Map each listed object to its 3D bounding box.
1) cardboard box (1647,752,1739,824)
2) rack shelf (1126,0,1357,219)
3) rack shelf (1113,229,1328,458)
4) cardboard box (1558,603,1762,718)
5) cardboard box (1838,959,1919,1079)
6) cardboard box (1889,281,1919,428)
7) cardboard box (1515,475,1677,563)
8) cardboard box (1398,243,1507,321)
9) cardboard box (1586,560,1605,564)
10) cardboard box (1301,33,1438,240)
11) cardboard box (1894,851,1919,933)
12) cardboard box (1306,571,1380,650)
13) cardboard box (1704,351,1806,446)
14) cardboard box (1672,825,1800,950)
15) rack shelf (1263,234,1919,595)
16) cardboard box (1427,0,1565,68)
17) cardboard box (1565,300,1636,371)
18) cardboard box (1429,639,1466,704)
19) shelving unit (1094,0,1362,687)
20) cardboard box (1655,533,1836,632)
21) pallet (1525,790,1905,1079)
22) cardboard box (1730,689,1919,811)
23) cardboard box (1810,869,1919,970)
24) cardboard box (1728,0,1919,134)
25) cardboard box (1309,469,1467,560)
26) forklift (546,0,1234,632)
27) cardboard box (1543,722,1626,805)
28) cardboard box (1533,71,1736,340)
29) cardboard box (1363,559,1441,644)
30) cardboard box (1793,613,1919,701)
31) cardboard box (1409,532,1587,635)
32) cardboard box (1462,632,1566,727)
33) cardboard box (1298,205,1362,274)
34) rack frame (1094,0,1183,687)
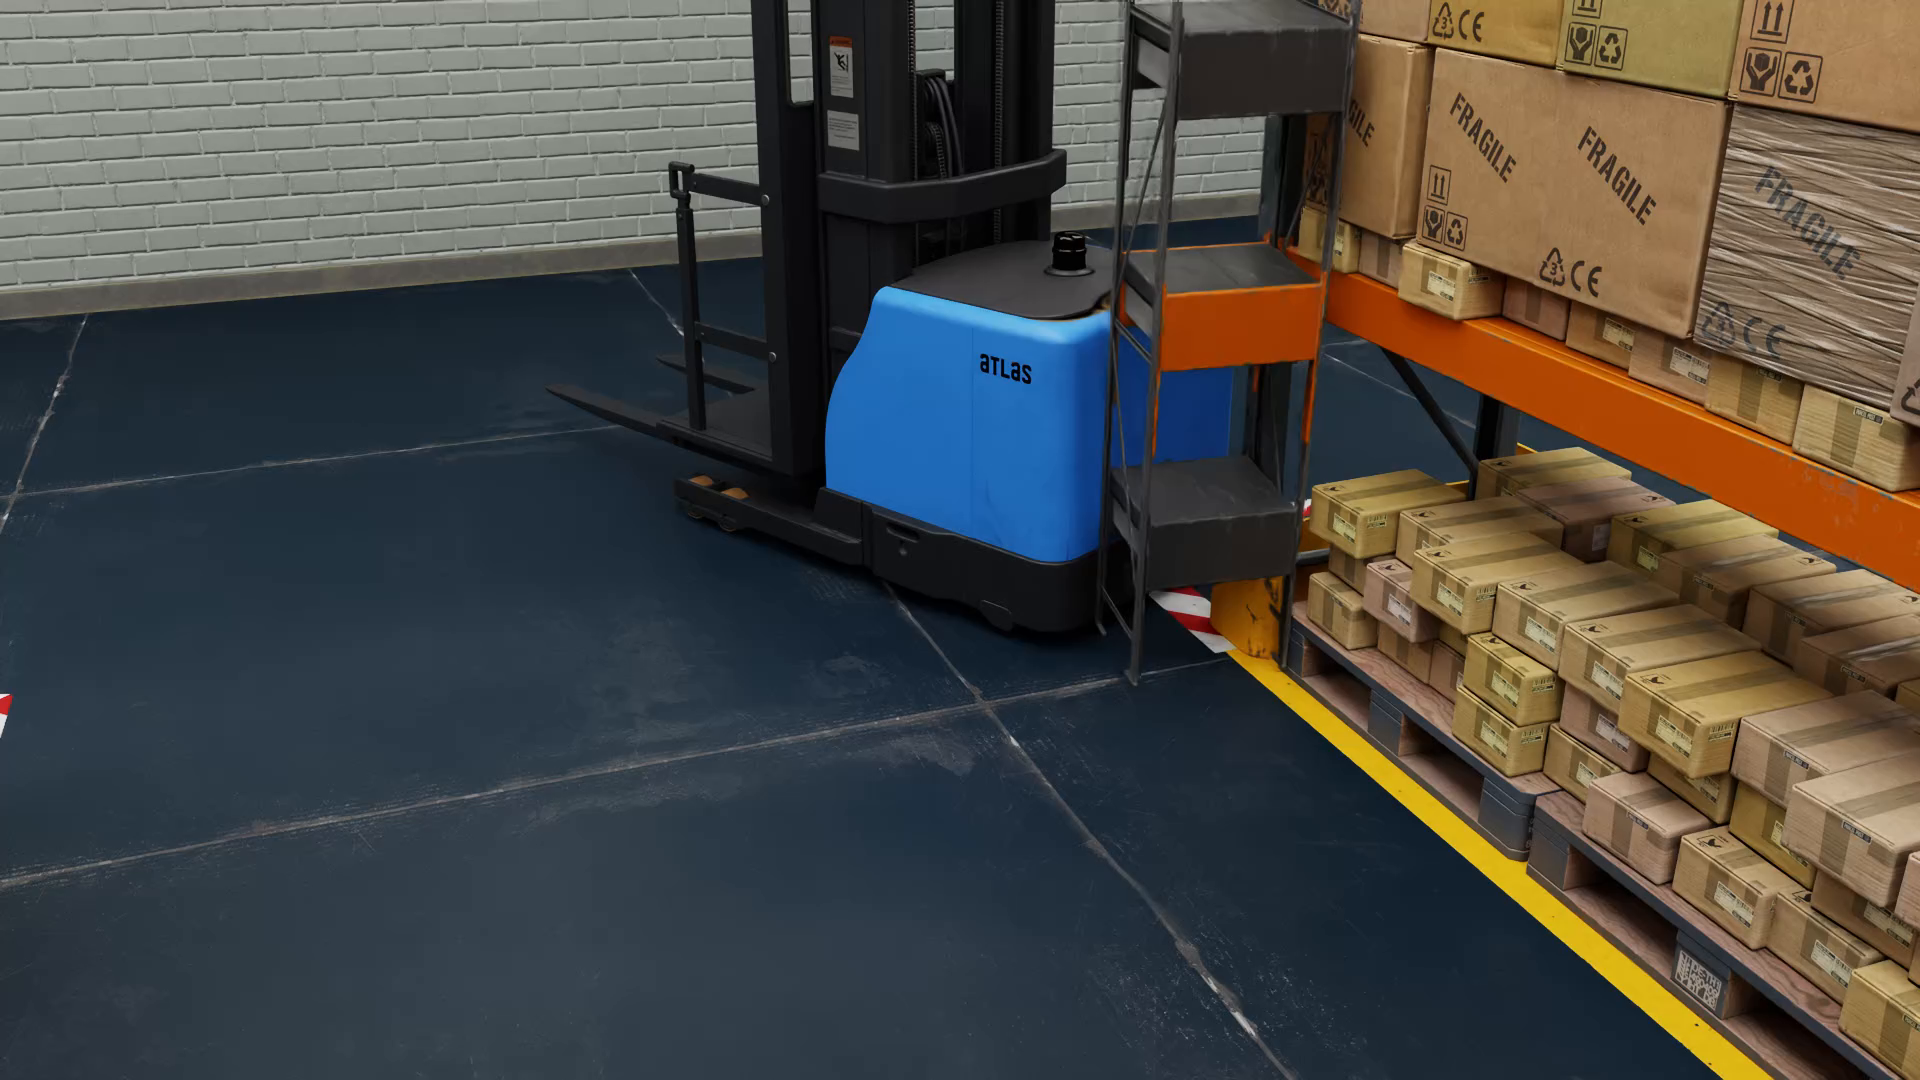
[{"bbox_3d":[1.866,0.514,3.915,0.380,0.149,0.250,-7,24,-16],"label":"cardboard box"},{"bbox_3d":[0.742,-1.200,4.527,0.480,0.518,0.431,-6,28,-12],"label":"rack shelf"},{"bbox_3d":[0.737,-0.580,4.853,0.480,0.518,0.431,-6,28,-12],"label":"rack shelf"},{"bbox_3d":[1.702,0.294,4.055,0.380,0.149,0.250,-7,24,-17],"label":"cardboard box"},{"bbox_3d":[1.991,0.939,3.290,0.380,0.149,0.250,-8,24,-19],"label":"cardboard box"},{"bbox_3d":[2.022,-0.399,2.823,0.500,0.500,0.500,-8,24,-19],"label":"cardboard box"},{"bbox_3d":[1.860,-0.060,4.894,0.380,0.149,0.250,-8,24,-18],"label":"cardboard box"},{"bbox_3d":[1.383,-0.692,4.354,0.380,0.149,0.250,-9,24,-20],"label":"cardboard box"},{"bbox_3d":[1.897,0.075,4.956,0.380,0.149,0.250,-9,24,-20],"label":"cardboard box"},{"bbox_3d":[1.302,-1.145,4.593,0.500,0.500,0.500,-7,24,-16],"label":"cardboard box"},{"bbox_3d":[2.022,0.676,3.149,0.380,0.149,0.250,-10,25,-22],"label":"cardboard box"},{"bbox_3d":[1.287,0.192,5.063,0.380,0.149,0.250,-8,24,-18],"label":"cardboard box"},{"bbox_3d":[1.808,-0.325,3.481,0.380,0.149,0.250,-7,24,-17],"label":"cardboard box"},{"bbox_3d":[1.846,0.752,3.734,0.380,0.149,0.250,-8,24,-19],"label":"cardboard box"},{"bbox_3d":[2.108,-0.105,3.562,1.077,0.370,4.000,-8,24,-19],"label":"rack shelf"},{"bbox_3d":[1.496,-1.425,3.969,0.500,0.500,0.500,-8,24,-17],"label":"cardboard box"},{"bbox_3d":[1.675,-0.515,3.934,0.380,0.149,0.250,-9,24,-20],"label":"cardboard box"},{"bbox_3d":[1.550,0.365,4.652,0.380,0.149,0.250,-8,24,-18],"label":"cardboard box"},{"bbox_3d":[0.737,-0.592,4.847,0.503,2.100,0.431,-6,28,-12],"label":"shelving unit"},{"bbox_3d":[2.103,0.119,4.468,0.380,0.149,0.250,-9,25,-21],"label":"cardboard box"},{"bbox_3d":[2.109,0.892,3.861,1.003,0.211,1.213,-8,24,-19],"label":"pallet"},{"bbox_3d":[1.930,0.474,3.627,0.380,0.149,0.250,-8,24,-19],"label":"cardboard box"},{"bbox_3d":[2.006,0.717,3.434,0.380,0.149,0.250,-10,25,-21],"label":"cardboard box"},{"bbox_3d":[1.842,-1.048,3.075,0.500,0.500,0.500,-9,25,-21],"label":"cardboard box"},{"bbox_3d":[1.269,-0.080,4.941,0.380,0.149,0.250,-10,25,-21],"label":"cardboard box"},{"bbox_3d":[-0.466,-1.515,6.070,3.031,2.935,1.130,19,30,38],"label":"forklift"},{"bbox_3d":[1.717,0.552,4.207,0.380,0.149,0.250,-8,24,-19],"label":"cardboard box"},{"bbox_3d":[1.676,-0.774,3.713,0.500,0.500,0.500,-8,24,-18],"label":"cardboard box"},{"bbox_3d":[1.390,0.153,4.771,0.380,0.149,0.250,-8,24,-19],"label":"cardboard box"},{"bbox_3d":[2.239,0.320,3.992,0.380,0.149,0.250,-9,25,-21],"label":"cardboard box"},{"bbox_3d":[1.448,0.113,4.484,0.380,0.149,0.250,-8,24,-19],"label":"cardboard box"},{"bbox_3d":[1.549,0.338,4.333,0.380,0.149,0.250,-8,24,-17],"label":"cardboard box"},{"bbox_3d":[1.209,-0.884,4.810,0.380,0.149,0.250,-9,24,-19],"label":"cardboard box"},{"bbox_3d":[0.500,-0.568,4.797,0.015,2.100,0.400,-6,28,-12],"label":"rack frame"}]
